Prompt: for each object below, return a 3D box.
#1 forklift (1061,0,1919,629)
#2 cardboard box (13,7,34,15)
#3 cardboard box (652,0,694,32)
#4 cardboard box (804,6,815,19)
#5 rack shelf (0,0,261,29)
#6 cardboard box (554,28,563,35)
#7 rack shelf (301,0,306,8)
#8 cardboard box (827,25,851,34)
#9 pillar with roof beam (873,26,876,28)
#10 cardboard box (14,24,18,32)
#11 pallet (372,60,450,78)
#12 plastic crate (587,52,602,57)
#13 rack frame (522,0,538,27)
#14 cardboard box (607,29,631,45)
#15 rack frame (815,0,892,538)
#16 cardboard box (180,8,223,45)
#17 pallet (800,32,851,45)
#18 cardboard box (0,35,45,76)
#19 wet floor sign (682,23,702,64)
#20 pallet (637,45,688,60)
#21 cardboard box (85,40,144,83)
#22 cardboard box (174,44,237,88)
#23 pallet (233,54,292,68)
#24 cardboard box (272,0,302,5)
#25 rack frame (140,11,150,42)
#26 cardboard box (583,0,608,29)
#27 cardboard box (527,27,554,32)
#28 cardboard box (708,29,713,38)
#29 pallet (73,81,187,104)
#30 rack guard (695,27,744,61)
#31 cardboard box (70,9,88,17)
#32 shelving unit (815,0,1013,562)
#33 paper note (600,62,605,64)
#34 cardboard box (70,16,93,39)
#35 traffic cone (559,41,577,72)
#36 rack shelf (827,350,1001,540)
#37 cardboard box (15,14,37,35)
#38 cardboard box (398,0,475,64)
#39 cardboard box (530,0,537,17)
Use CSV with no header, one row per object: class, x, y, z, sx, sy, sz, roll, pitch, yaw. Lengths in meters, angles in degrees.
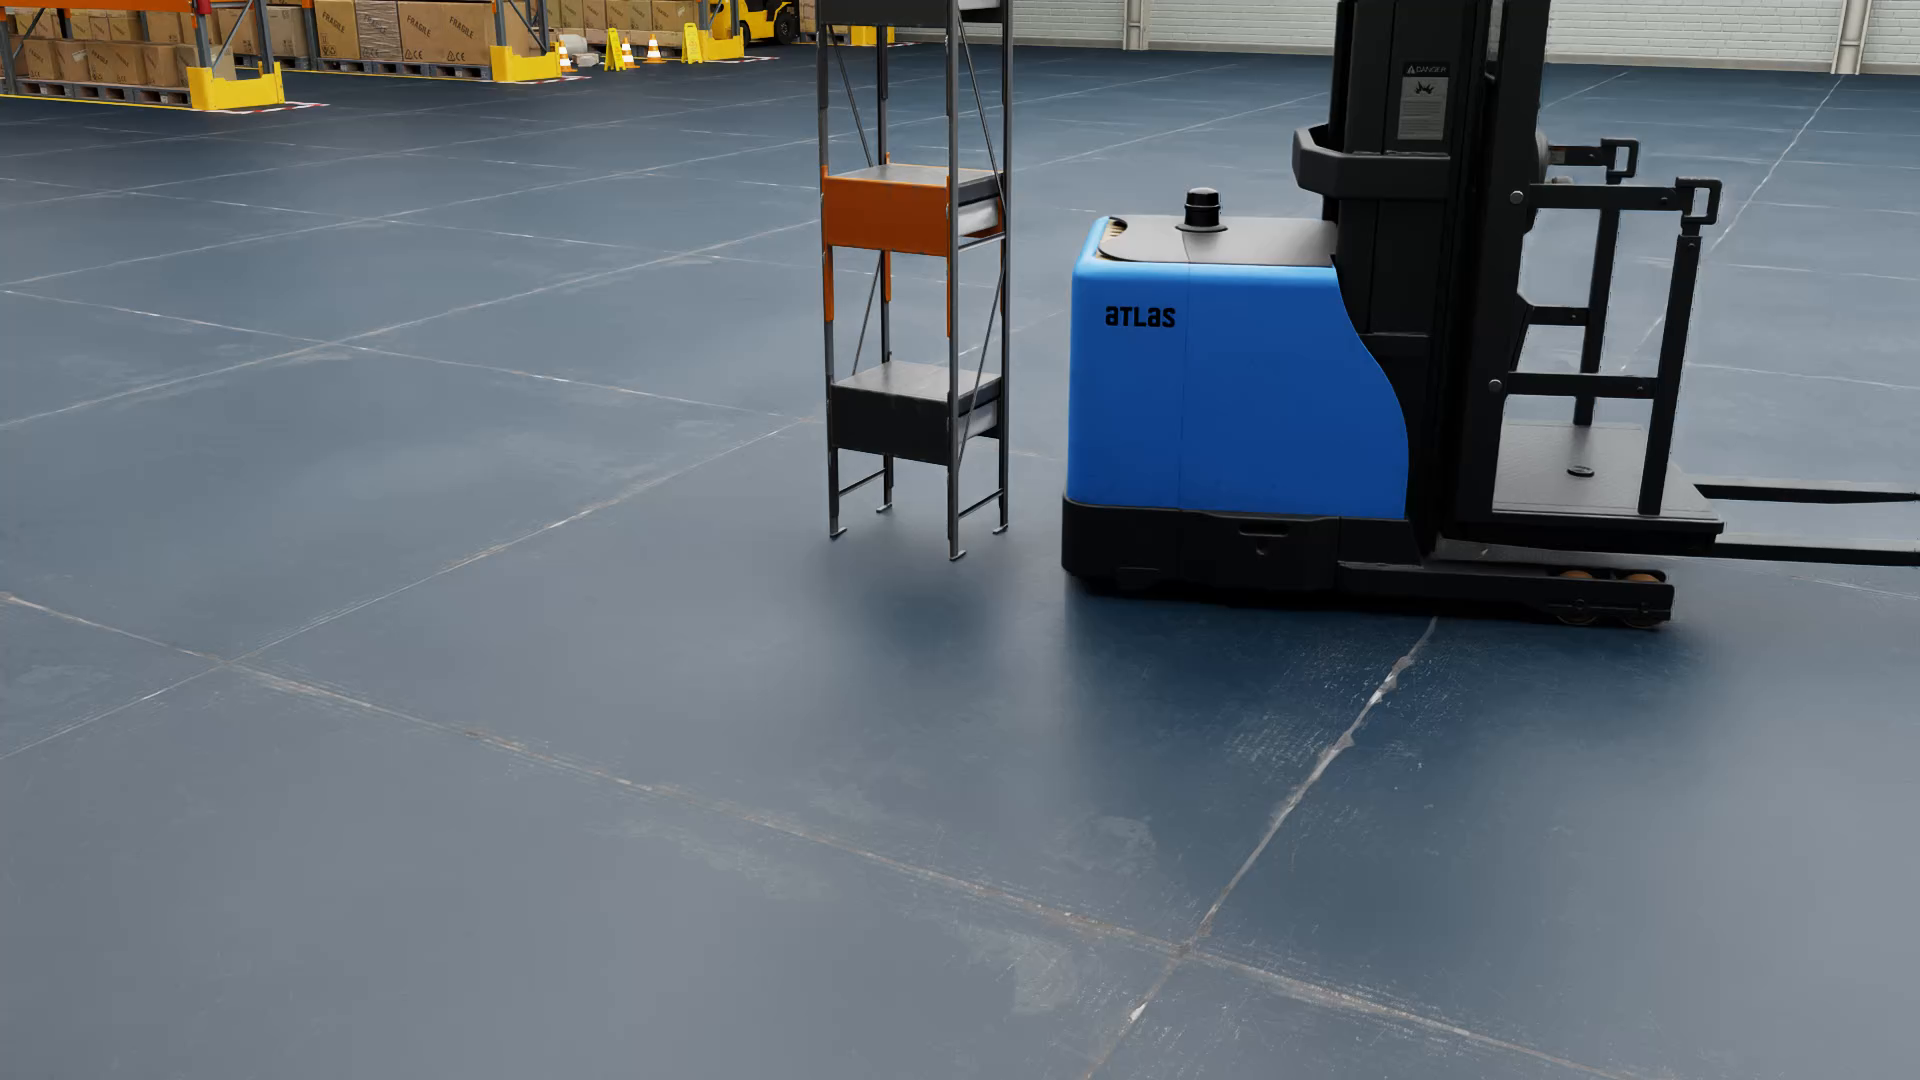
forklift,1.891,-1.299,5.147,3.031,2.935,1.130,3,20,8
cardboard box,-16.455,-9.492,29.583,0.500,0.250,0.500,10,22,25
cardboard box,-4.996,-9.126,28.942,0.500,0.500,0.500,11,23,28
cardboard box,-2.762,-10.506,33.112,0.500,0.250,0.500,11,22,27
rack shelf,-10.748,-6.858,21.426,4.000,0.370,1.077,11,23,27
cardboard box,-7.278,-9.205,30.258,0.500,0.250,0.500,10,22,25
rack shelf,-11.733,-8.983,27.284,4.000,0.370,1.077,11,23,27
cardboard box,-2.316,-10.181,32.948,0.500,0.250,0.500,11,23,28
pillar with roof beam,-4.019,-13.214,29.098,0.400,9.000,9.100,11,23,27
cardboard box,-17.396,-9.486,30.747,0.250,0.149,0.380,11,23,28
pallet,-8.292,-7.325,25.749,1.213,0.211,1.003,11,23,27
plastic crate,-6.690,-8.601,29.458,0.583,0.080,0.402,3,20,9
rack frame,-7.661,-10.479,30.353,0.127,3.000,1.000,11,23,27
cardboard box,-5.914,-8.946,29.546,0.500,0.250,0.500,10,22,25
rack frame,-0.358,-1.055,5.695,0.015,2.100,0.400,11,23,27
cardboard box,-12.226,-8.521,27.639,0.750,0.750,1.050,11,23,28
pallet,-2.440,-10.096,33.387,1.213,0.211,1.003,11,23,27
cardboard box,-13.020,-6.669,22.871,0.500,0.500,0.700,9,22,23
wet floor sign,-4.525,-8.356,27.956,0.267,0.644,0.232,-16,26,-38
pallet,-4.927,-8.661,29.431,1.213,0.211,1.003,11,23,27
cardboard box,-11.080,-6.299,21.882,0.500,0.500,0.500,9,22,23
cardboard box,-9.539,-5.994,21.041,0.500,0.500,0.500,16,25,37
pallet,-11.767,-7.986,27.570,1.213,0.211,1.003,11,23,27
cardboard box,-13.273,-10.780,33.685,0.875,0.875,0.875,12,23,29
rack frame,-13.479,-9.653,28.078,0.127,3.000,1.000,11,23,27
cardboard box,-6.353,-9.385,29.656,0.500,0.500,0.500,12,23,30
cardboard box,-7.389,-8.721,29.171,0.500,0.500,0.500,-7,21,-20
cardboard box,-4.738,-8.935,29.514,0.500,0.250,0.500,11,22,27
pallet,-10.821,-5.914,21.858,1.213,0.211,1.003,11,23,27
rack guard,-4.235,-8.651,28.981,0.348,0.500,1.175,11,23,27
cardboard box,-15.086,-9.234,28.872,0.500,0.250,0.500,11,23,29
shelving unit,-0.145,-1.015,5.583,0.503,2.100,0.431,11,23,27
paper note,-5.965,-7.982,27.825,0.142,0.019,0.148,3,20,9
cardboard box,-15.102,-8.878,28.990,0.500,0.500,0.500,10,22,25
traffic cone,-6.266,-7.641,26.252,0.334,0.463,0.336,11,23,27
rack shelf,-0.145,-0.344,5.826,0.480,0.518,0.431,11,23,27
cardboard box,-16.455,-9.139,29.710,0.500,0.500,0.500,12,23,29
cardboard box,-7.888,-7.760,25.360,0.875,0.875,0.875,10,22,26
cardboard box,-9.210,-11.651,36.635,0.500,0.500,0.500,12,23,29
